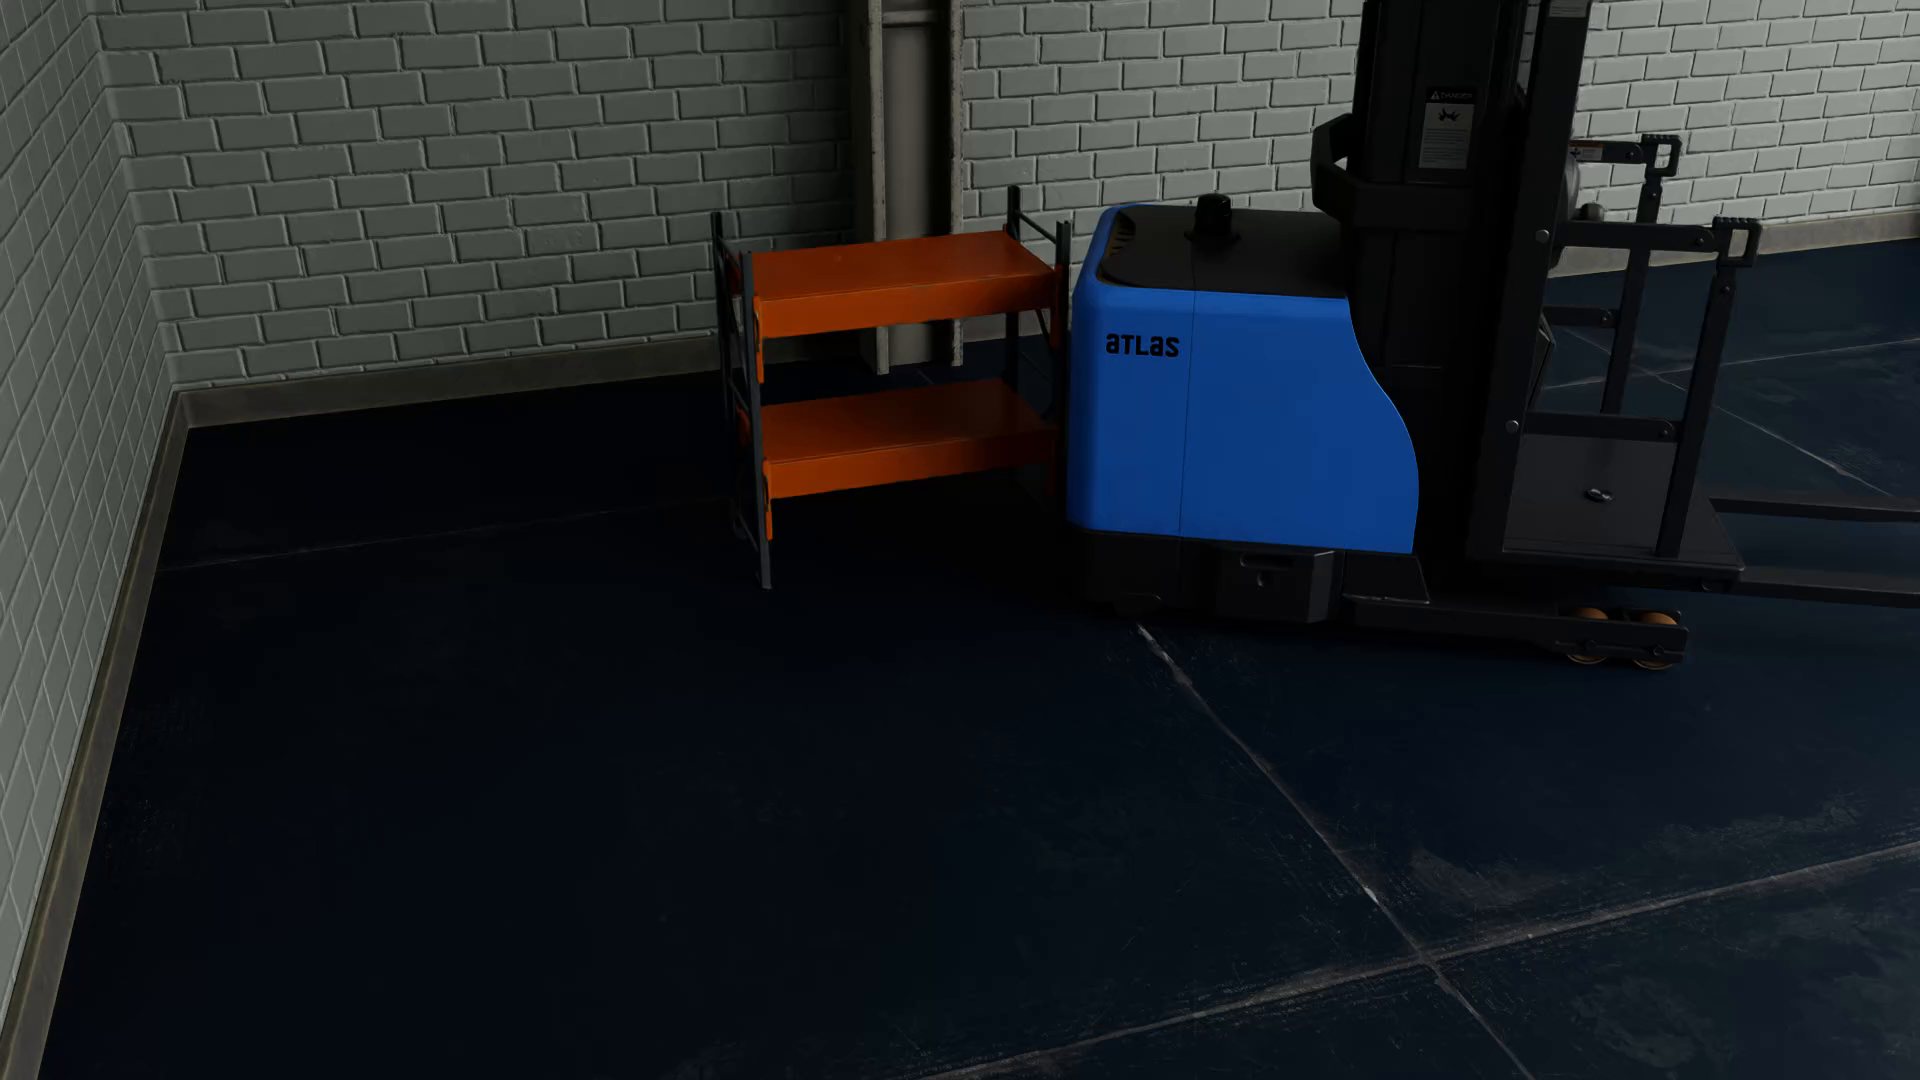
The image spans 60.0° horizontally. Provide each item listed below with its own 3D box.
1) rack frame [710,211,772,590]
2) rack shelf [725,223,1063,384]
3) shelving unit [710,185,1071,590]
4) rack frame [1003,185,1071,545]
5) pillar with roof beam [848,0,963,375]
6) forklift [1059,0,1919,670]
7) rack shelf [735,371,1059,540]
[{"bbox_3d":[-0.710,-0.449,5.389,0.032,1.125,0.500,-8,28,-17],"label":"rack frame"},{"bbox_3d":[-0.228,-0.783,5.404,1.000,0.278,0.538,-8,28,-17],"label":"rack shelf"},{"bbox_3d":[-0.228,-0.521,5.534,1.048,1.125,0.538,-8,28,-17],"label":"shelving unit"},{"bbox_3d":[0.255,-0.592,5.678,0.032,1.125,0.500,-8,28,-17],"label":"rack frame"},{"bbox_3d":[1.111,-3.016,1.706,0.400,9.000,9.100,-8,28,-16],"label":"pillar with roof beam"},{"bbox_3d":[1.882,-1.181,4.832,3.031,2.935,1.130,4,27,9],"label":"forklift"},{"bbox_3d":[-0.228,-0.302,5.642,1.000,0.278,0.538,-8,28,-17],"label":"rack shelf"}]
